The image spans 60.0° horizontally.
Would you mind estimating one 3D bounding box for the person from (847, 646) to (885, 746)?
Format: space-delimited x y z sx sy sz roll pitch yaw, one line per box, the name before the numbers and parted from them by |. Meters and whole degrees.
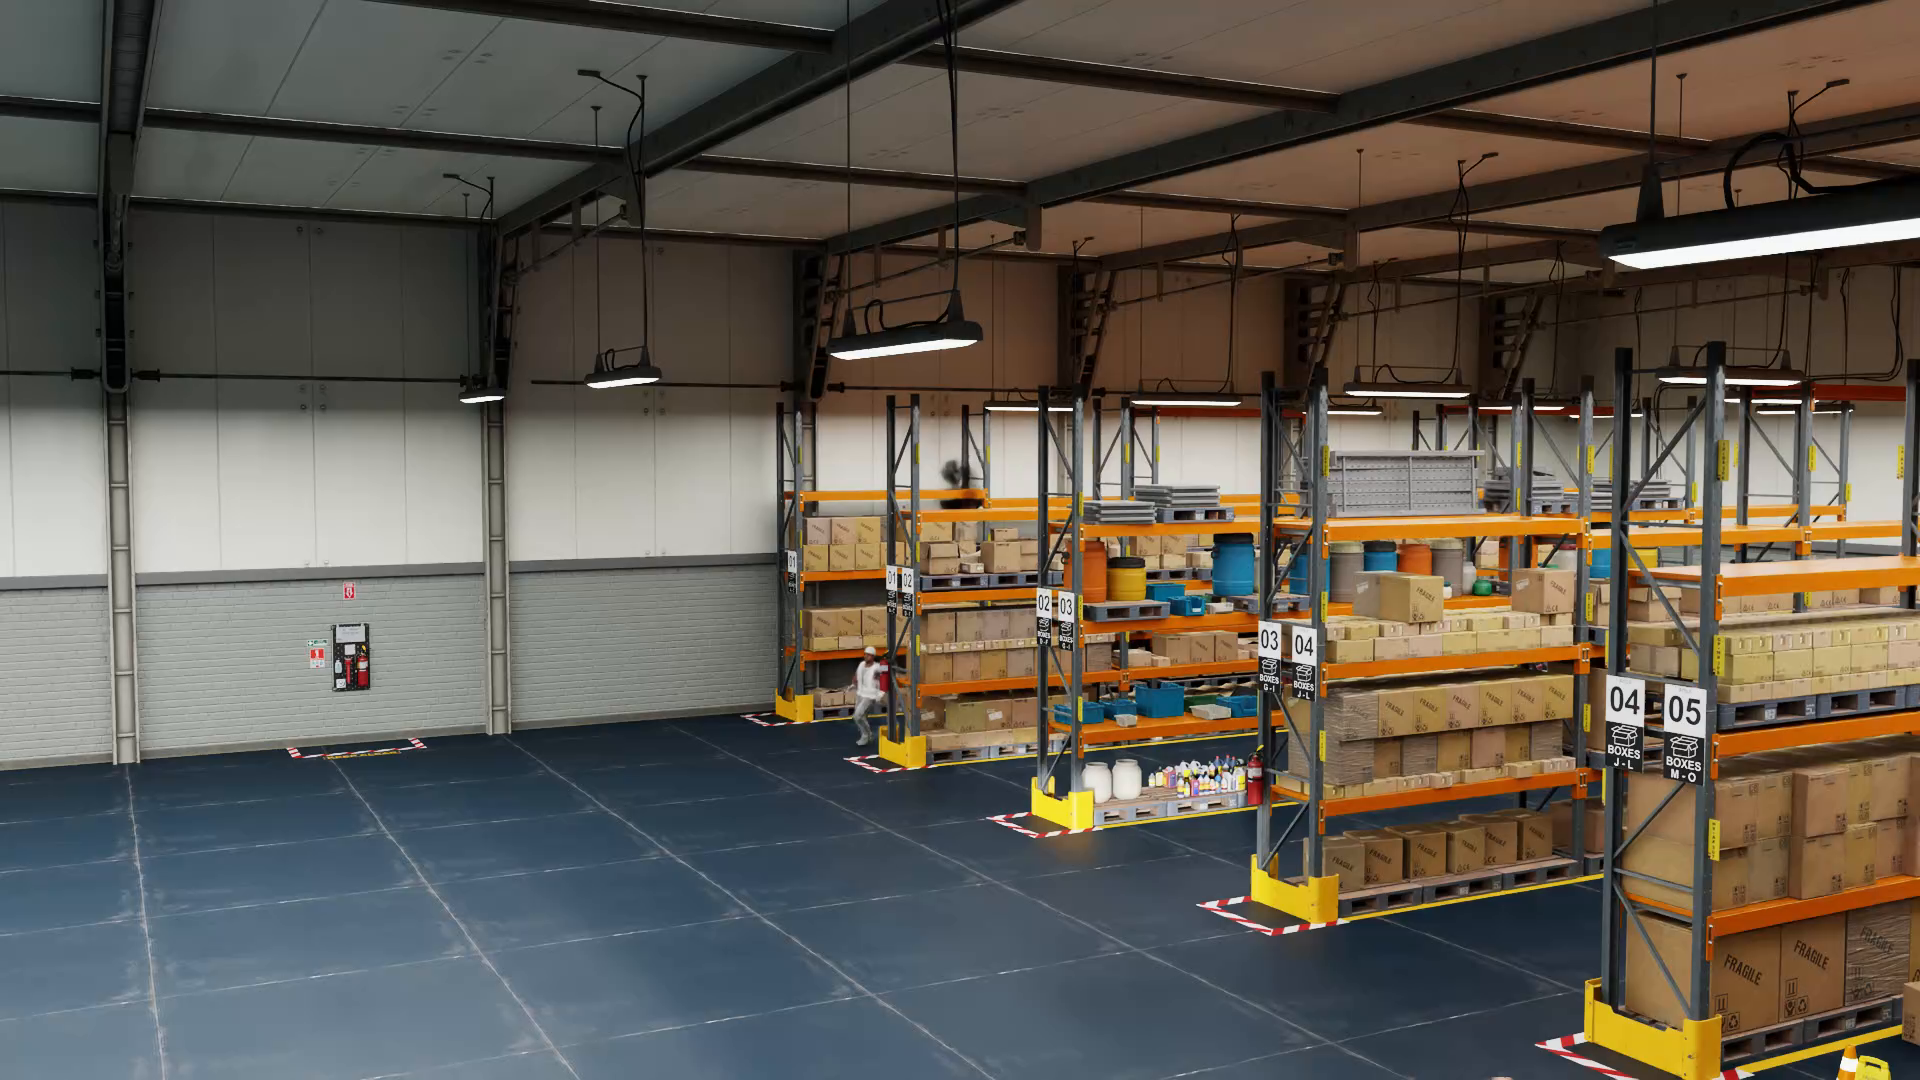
person | -1.598 2.681 28.494 0.609 1.730 0.745 -3 4 -43
